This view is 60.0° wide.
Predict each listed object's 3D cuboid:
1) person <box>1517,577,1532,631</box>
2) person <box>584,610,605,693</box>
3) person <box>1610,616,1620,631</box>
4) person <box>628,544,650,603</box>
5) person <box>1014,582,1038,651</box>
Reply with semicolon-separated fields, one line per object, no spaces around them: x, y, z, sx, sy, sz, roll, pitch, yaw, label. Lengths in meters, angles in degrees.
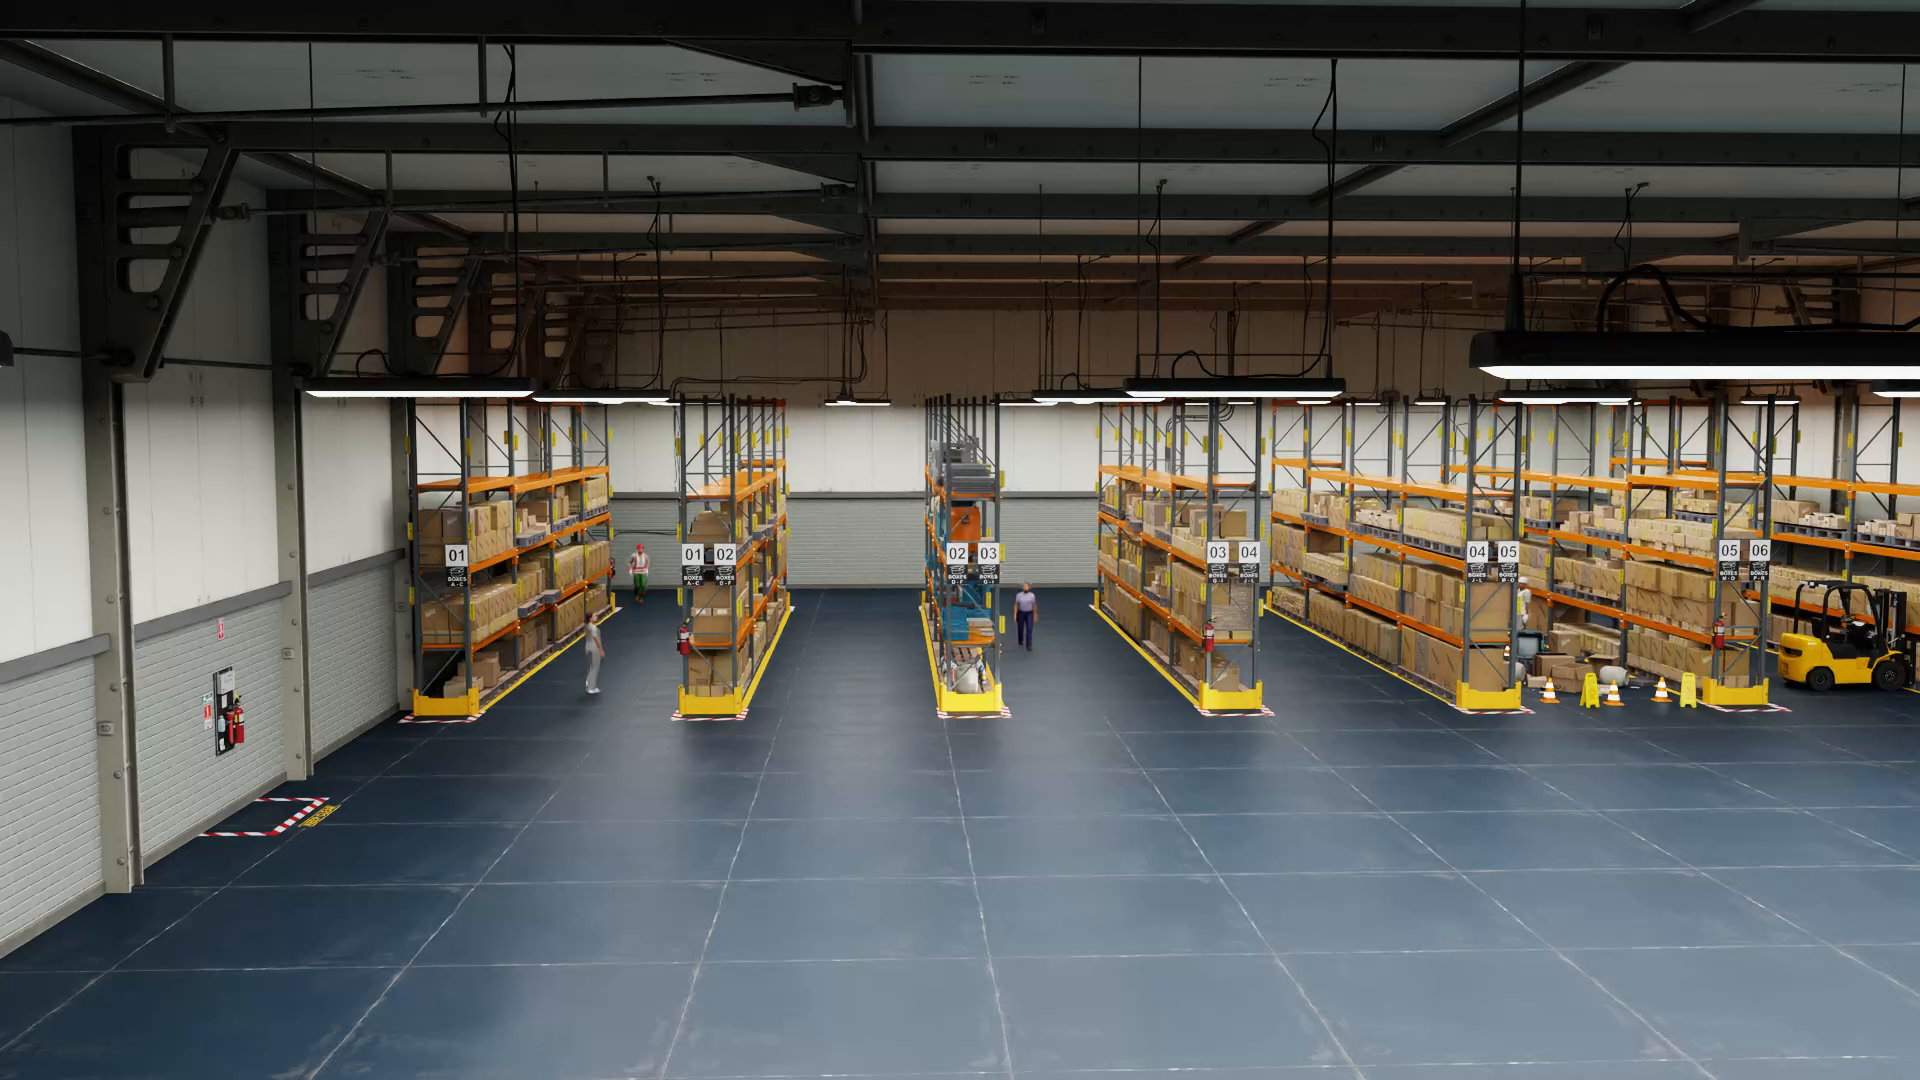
13.161;1.757;39.032;0.453;1.788;0.593;1;5;17;person
-7.331;2.243;33.411;0.475;1.677;0.444;3;5;30;person
16.718;1.564;42.586;0.349;1.608;0.453;1;5;10;person
-9.456;0.986;49.020;0.653;1.736;0.529;-2;5;-18;person
1.566;1.803;39.525;0.583;1.605;0.940;0;5;1;person
